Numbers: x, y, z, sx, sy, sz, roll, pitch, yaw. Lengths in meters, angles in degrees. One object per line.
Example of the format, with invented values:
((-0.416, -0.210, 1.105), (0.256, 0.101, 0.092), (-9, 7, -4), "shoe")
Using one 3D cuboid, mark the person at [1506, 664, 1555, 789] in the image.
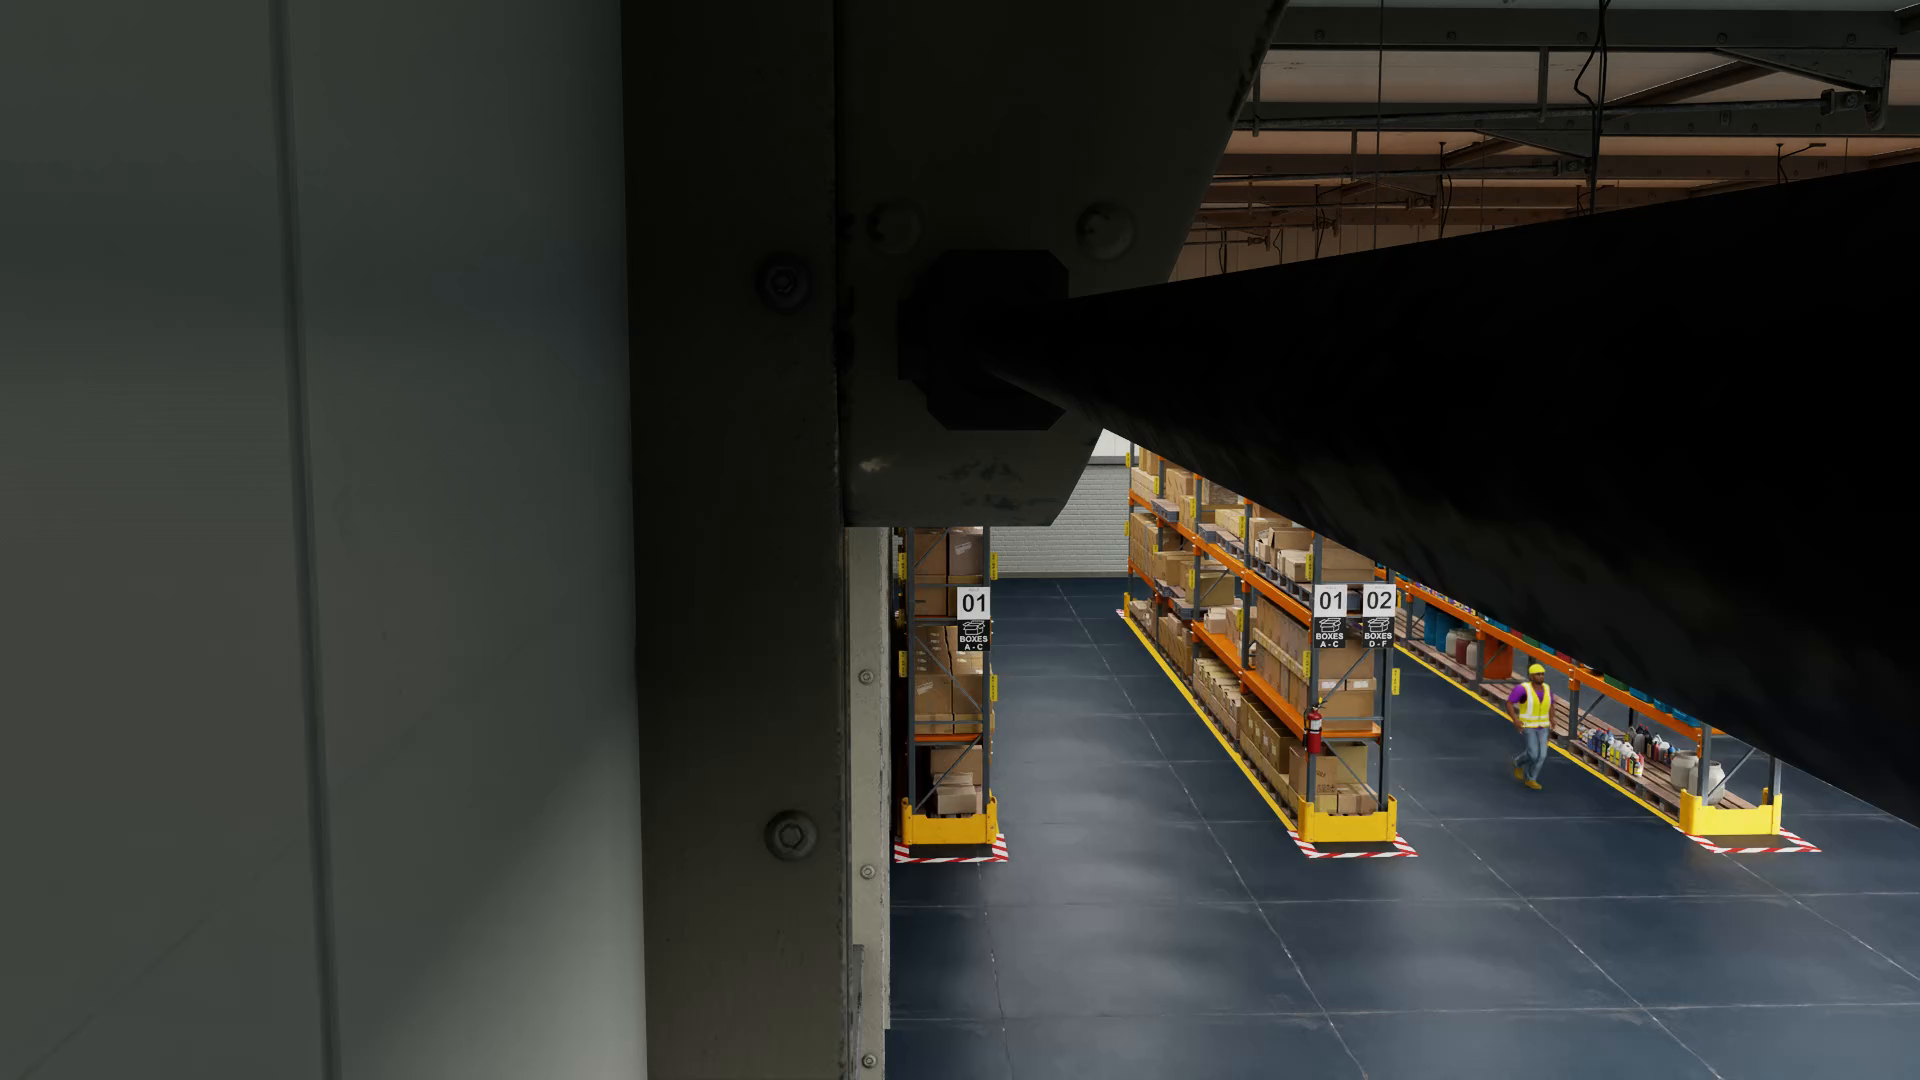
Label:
((7.880, 2.553, 22.892), (0.693, 1.726, 0.546), (-1, 7, -10), "person")
